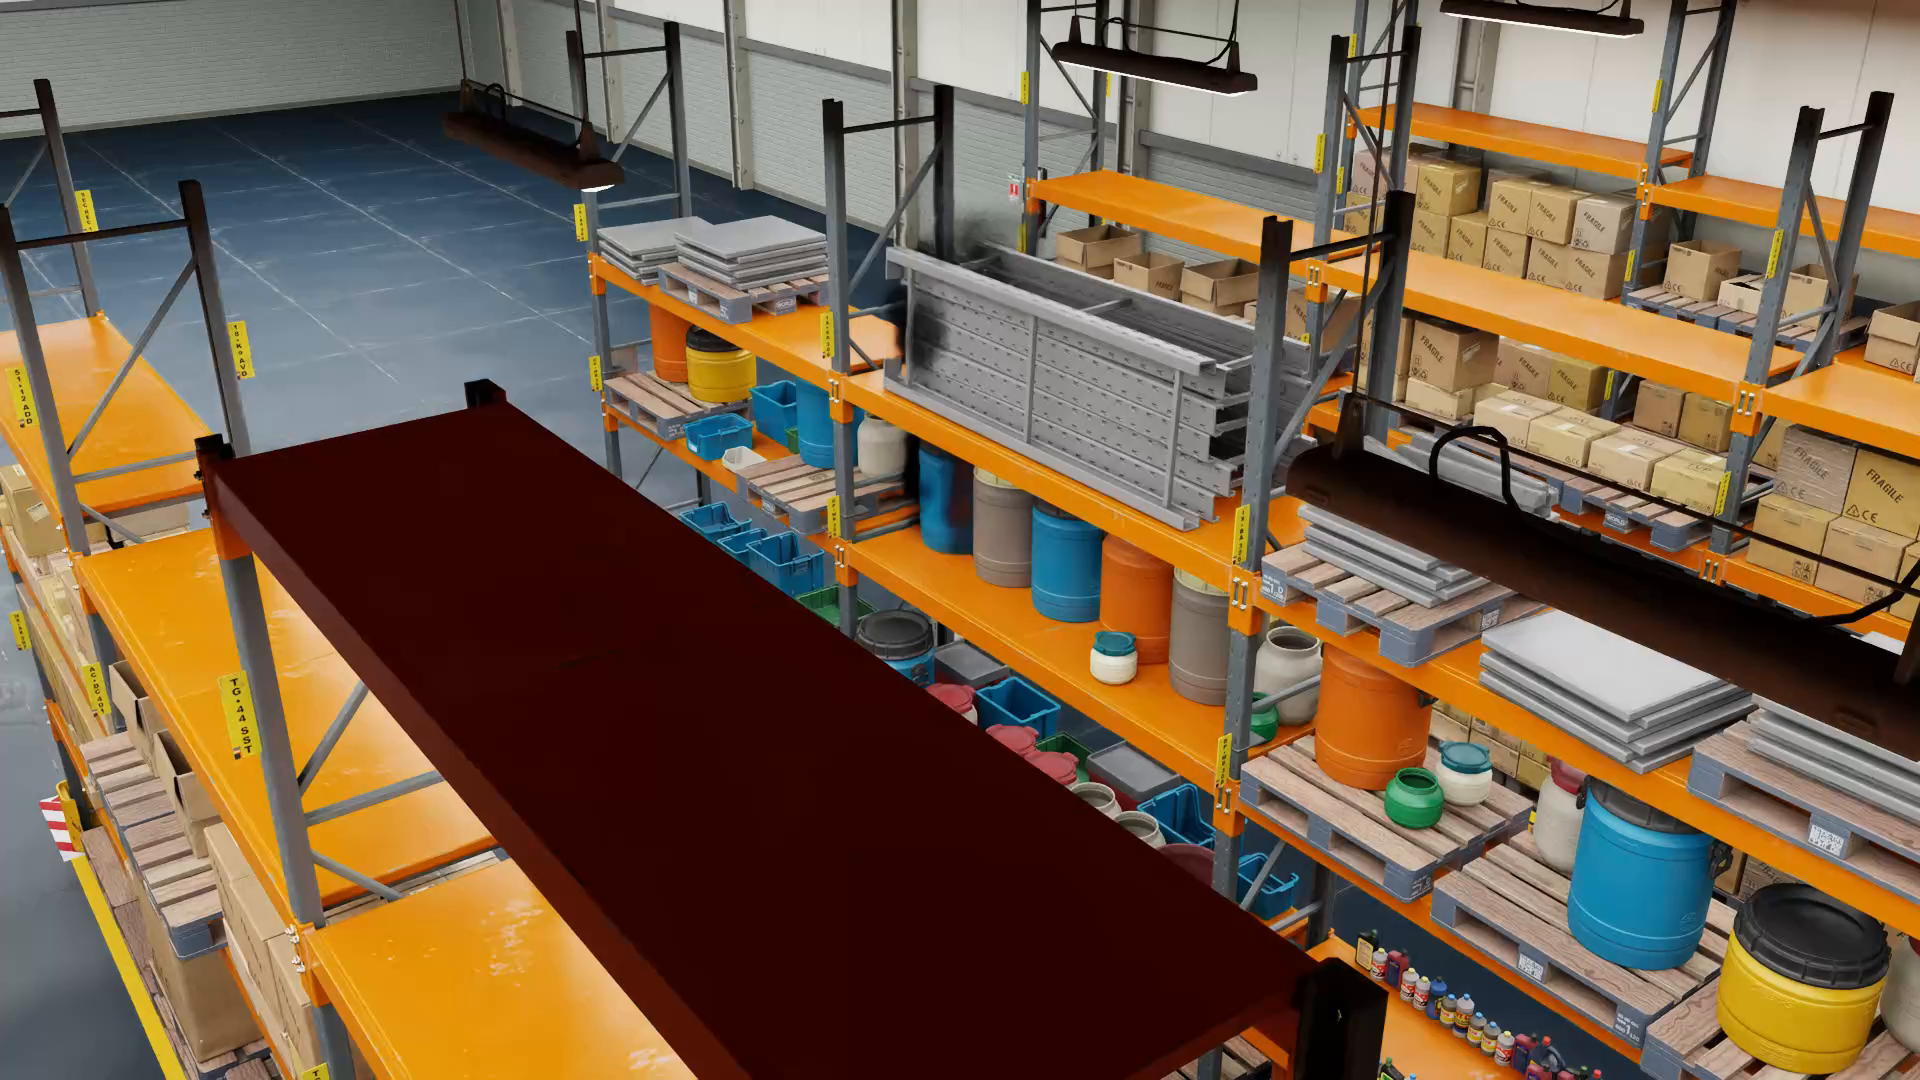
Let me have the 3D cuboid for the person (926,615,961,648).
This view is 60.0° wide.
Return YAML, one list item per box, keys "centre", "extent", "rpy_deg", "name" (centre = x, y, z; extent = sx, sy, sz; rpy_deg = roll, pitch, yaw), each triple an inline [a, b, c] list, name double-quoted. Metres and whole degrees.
- centre: [-0.070, 0.707, 15.369]
  extent: [0.709, 1.742, 0.798]
  rpy_deg: [-18, 30, -34]
  name: "person"
